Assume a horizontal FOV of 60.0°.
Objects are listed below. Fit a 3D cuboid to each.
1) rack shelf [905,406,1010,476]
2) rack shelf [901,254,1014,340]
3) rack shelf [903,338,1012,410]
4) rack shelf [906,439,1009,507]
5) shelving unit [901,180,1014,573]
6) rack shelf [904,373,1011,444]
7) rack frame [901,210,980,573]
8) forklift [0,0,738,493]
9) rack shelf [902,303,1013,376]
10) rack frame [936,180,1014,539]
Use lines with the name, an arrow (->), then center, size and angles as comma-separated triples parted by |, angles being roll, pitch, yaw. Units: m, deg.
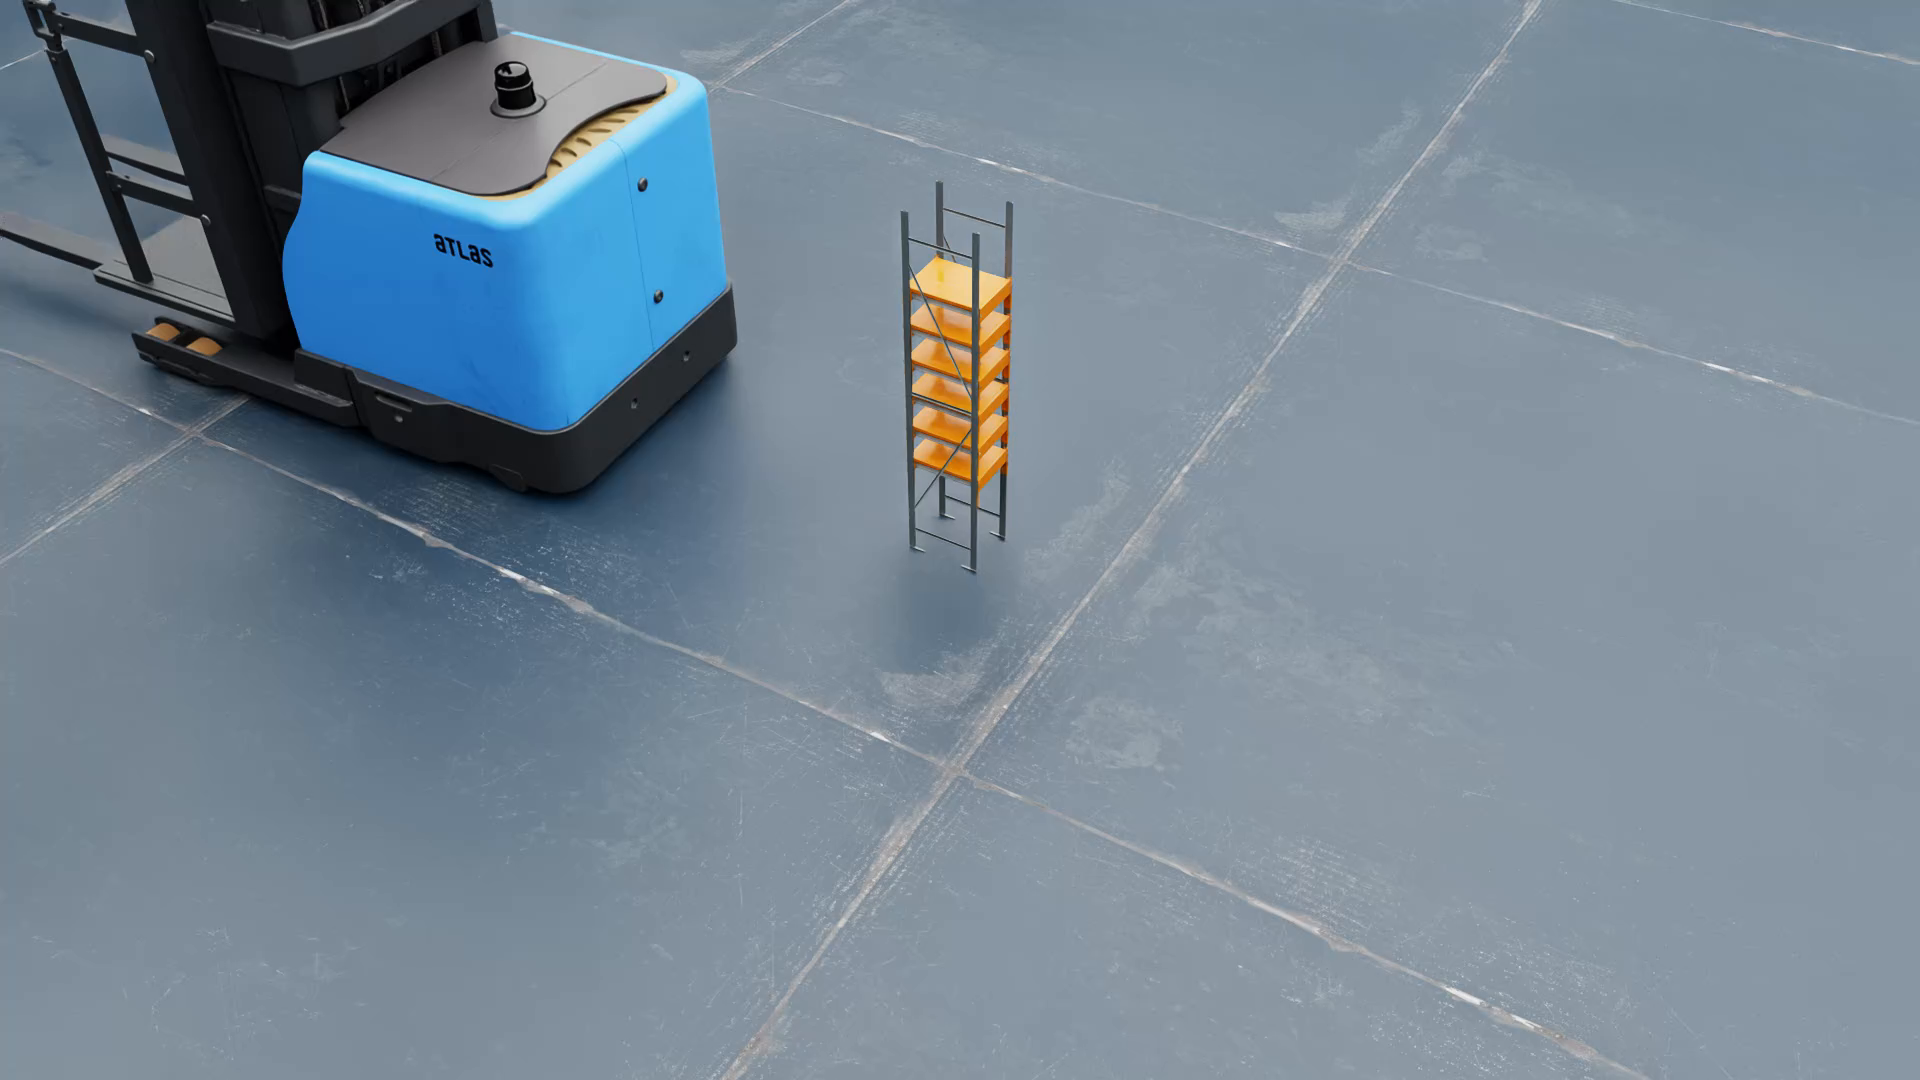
rack shelf -> -0.007, -0.319, 4.953 | 0.258, 0.103, 0.180 | 21, 45, 22
rack shelf -> -0.007, -0.679, 4.636 | 0.258, 0.103, 0.180 | 21, 45, 22
rack shelf -> -0.007, -0.499, 4.794 | 0.258, 0.103, 0.180 | 21, 45, 22
rack shelf -> -0.007, -0.229, 5.032 | 0.258, 0.103, 0.180 | 21, 45, 22
shelving unit -> -0.007, -0.442, 4.844 | 0.258, 1.200, 0.189 | 21, 45, 22
rack shelf -> -0.007, -0.409, 4.873 | 0.258, 0.103, 0.180 | 21, 45, 22
rack frame -> -0.053, -0.390, 4.785 | 0.240, 1.200, 0.006 | 21, 45, 22
forklift -> -2.345, -1.935, 5.229 | 3.031, 2.935, 1.130 | 19, 45, 20
rack shelf -> -0.007, -0.589, 4.715 | 0.258, 0.103, 0.180 | 21, 45, 22
rack frame -> 0.039, -0.494, 4.904 | 0.240, 1.200, 0.006 | 21, 45, 22
